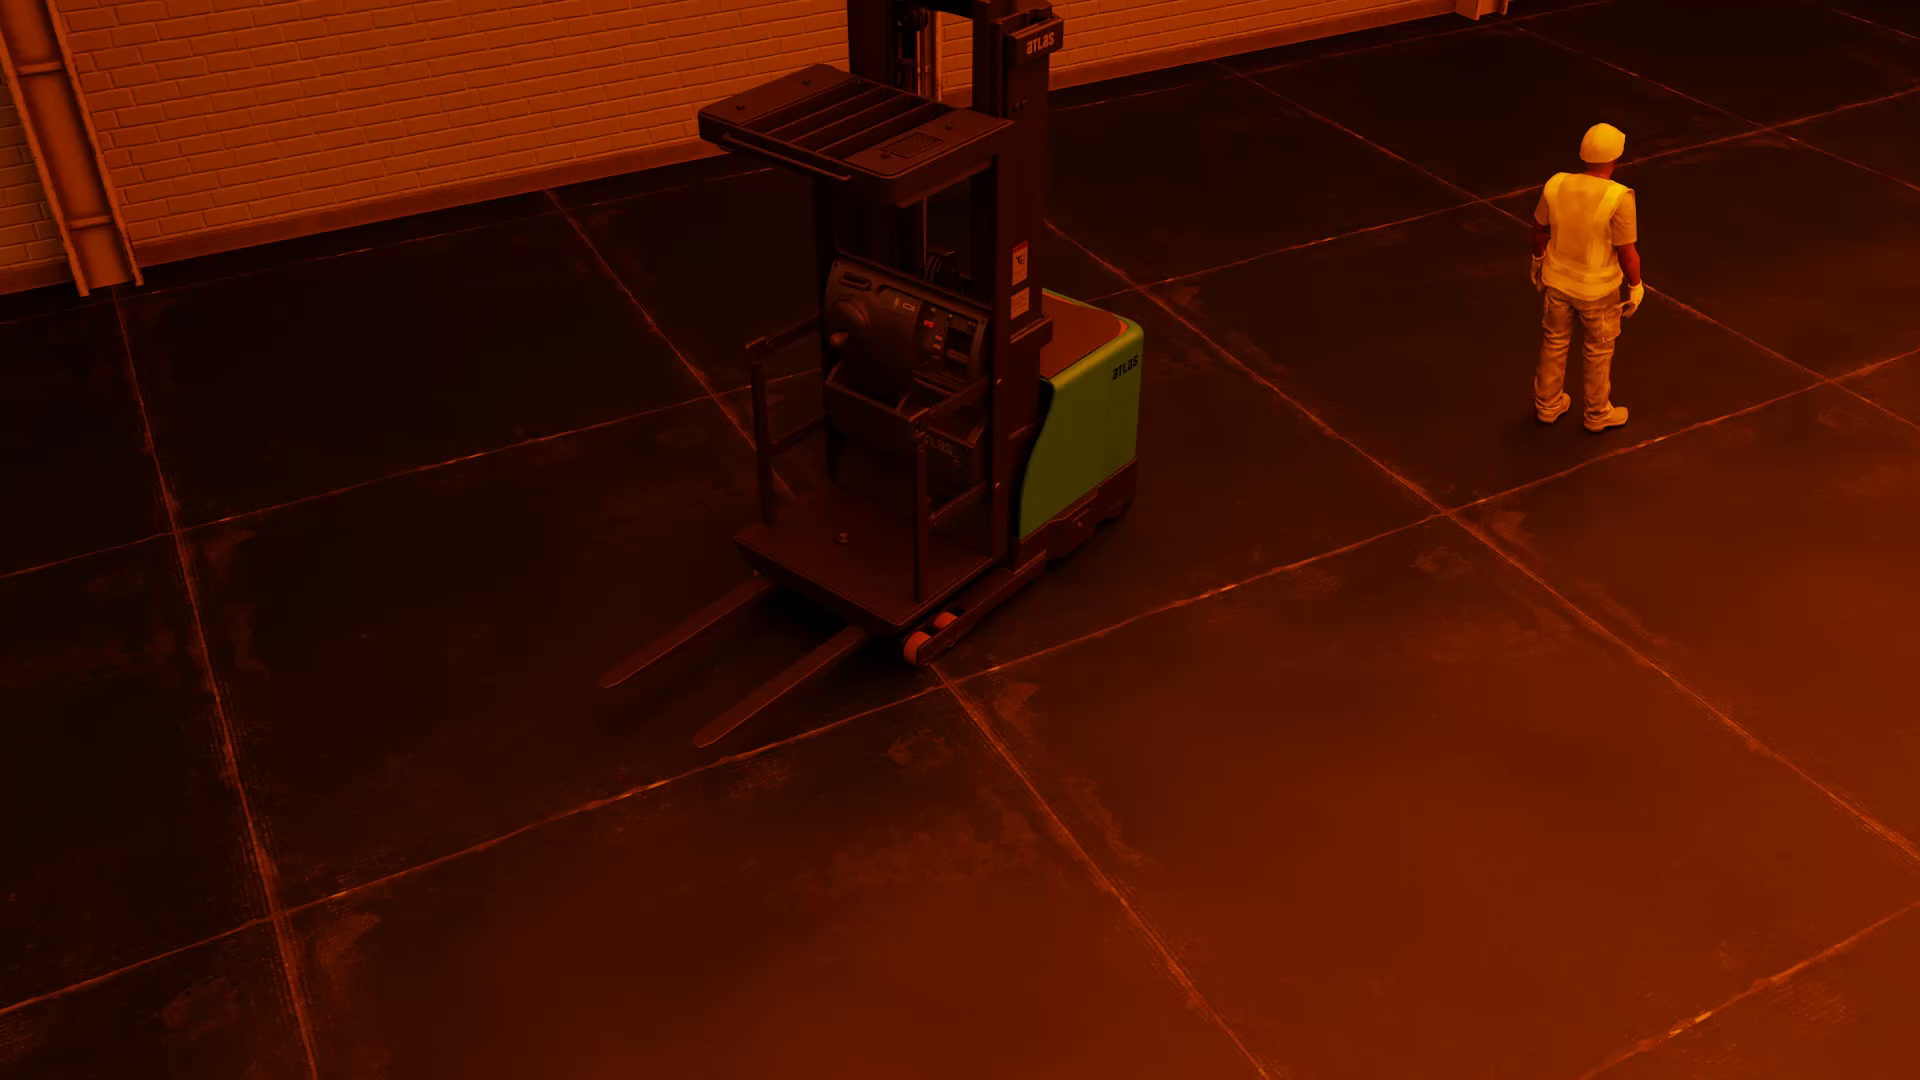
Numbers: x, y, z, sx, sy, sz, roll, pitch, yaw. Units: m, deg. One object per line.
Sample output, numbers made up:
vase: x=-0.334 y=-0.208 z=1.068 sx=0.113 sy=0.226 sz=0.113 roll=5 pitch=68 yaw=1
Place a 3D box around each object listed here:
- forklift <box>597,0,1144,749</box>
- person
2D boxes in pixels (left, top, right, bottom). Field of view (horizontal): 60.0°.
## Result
forklift: x=-0.390 y=-0.927 z=7.434 sx=1.130 sy=2.935 sz=3.031 roll=26 pitch=43 yaw=31
person: x=3.470 y=-1.452 z=9.160 sx=0.576 sy=1.784 sz=0.656 roll=-27 pitch=43 yaw=-32
